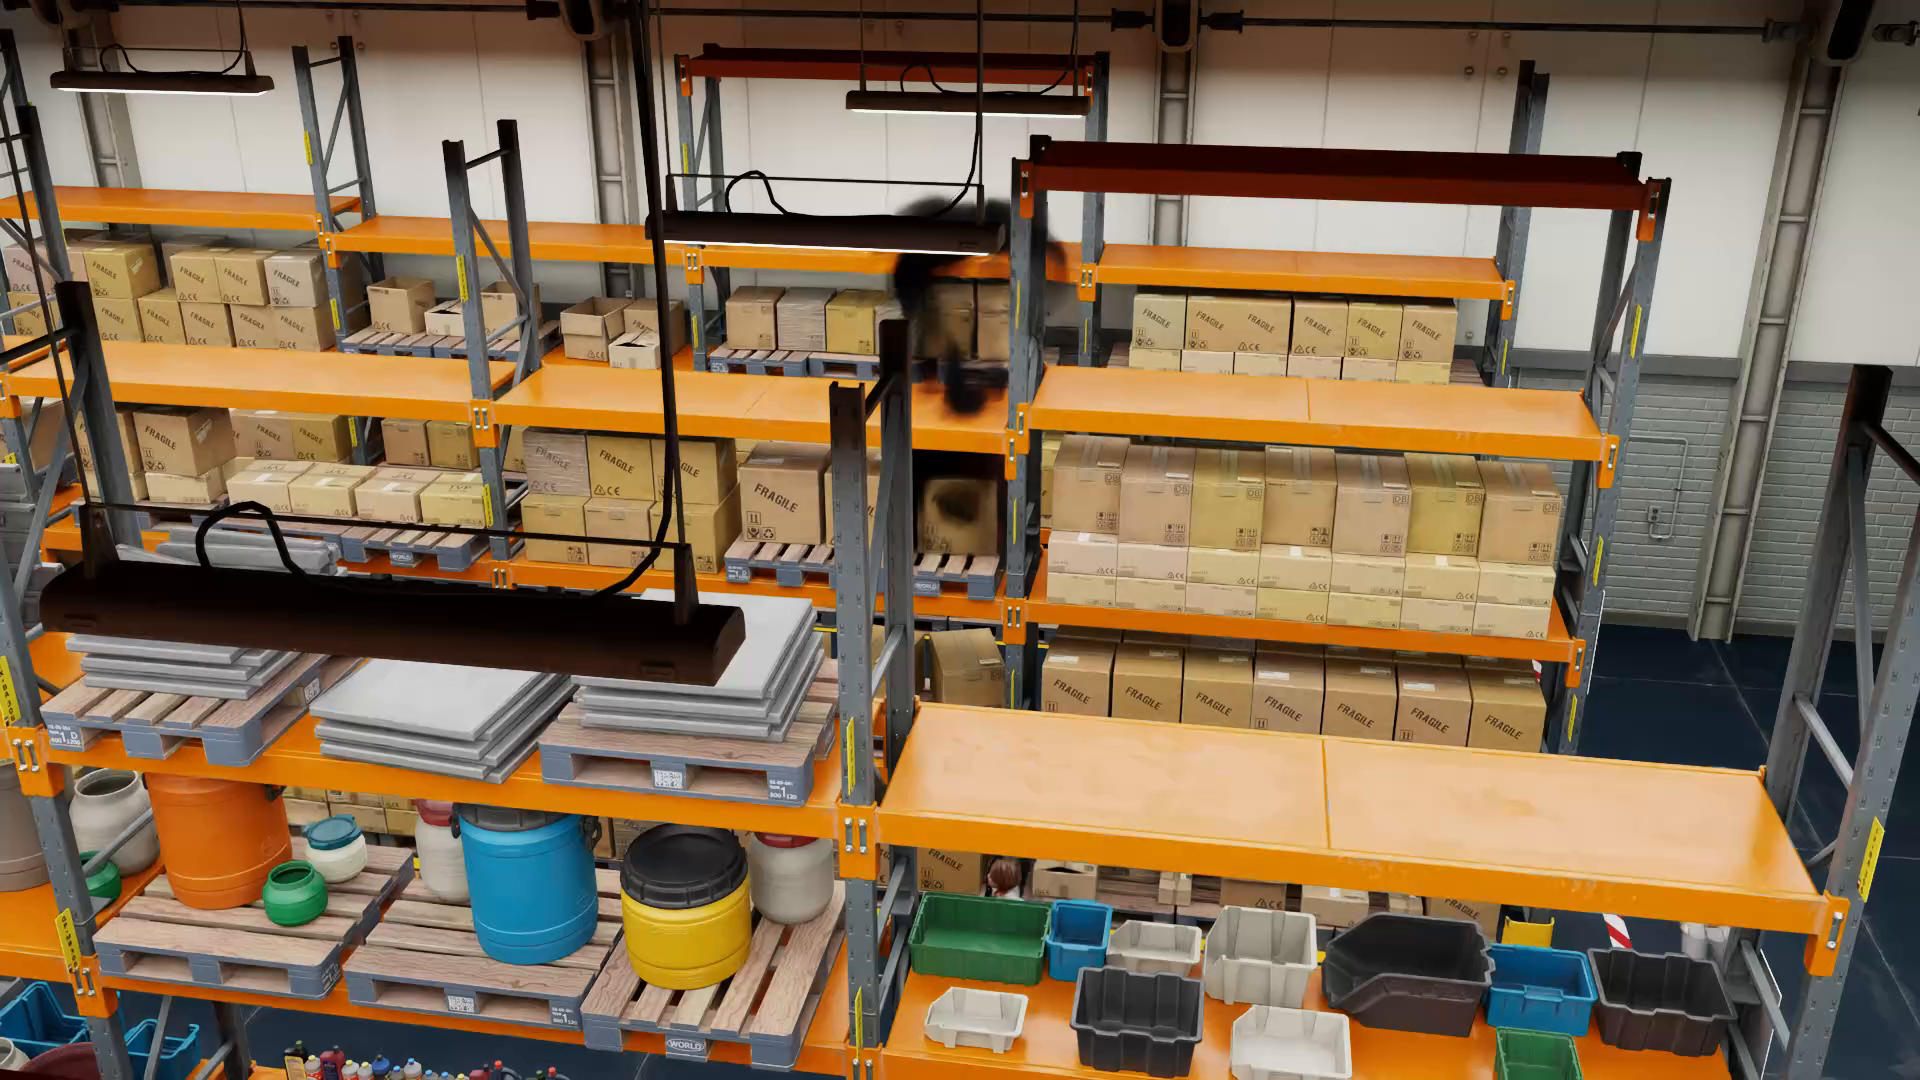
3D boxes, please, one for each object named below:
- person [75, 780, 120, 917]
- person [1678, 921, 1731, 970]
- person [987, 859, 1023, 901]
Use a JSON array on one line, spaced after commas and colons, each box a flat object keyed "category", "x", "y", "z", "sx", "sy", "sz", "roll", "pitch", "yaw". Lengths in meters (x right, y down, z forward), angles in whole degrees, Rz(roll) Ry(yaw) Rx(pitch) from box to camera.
[{"category": "person", "x": -6.394, "y": 2.506, "z": 12.300, "sx": 0.554, "sy": 1.735, "sz": 0.819, "roll": 3, "pitch": 23, "yaw": 7}, {"category": "person", "x": 5.250, "y": 2.777, "z": 11.729, "sx": 0.604, "sy": 1.711, "sz": 0.690, "roll": 14, "pitch": 27, "yaw": 30}, {"category": "person", "x": 0.373, "y": 2.889, "z": 11.542, "sx": 1.033, "sy": 1.600, "sz": 0.510, "roll": 2, "pitch": 23, "yaw": 5}]
